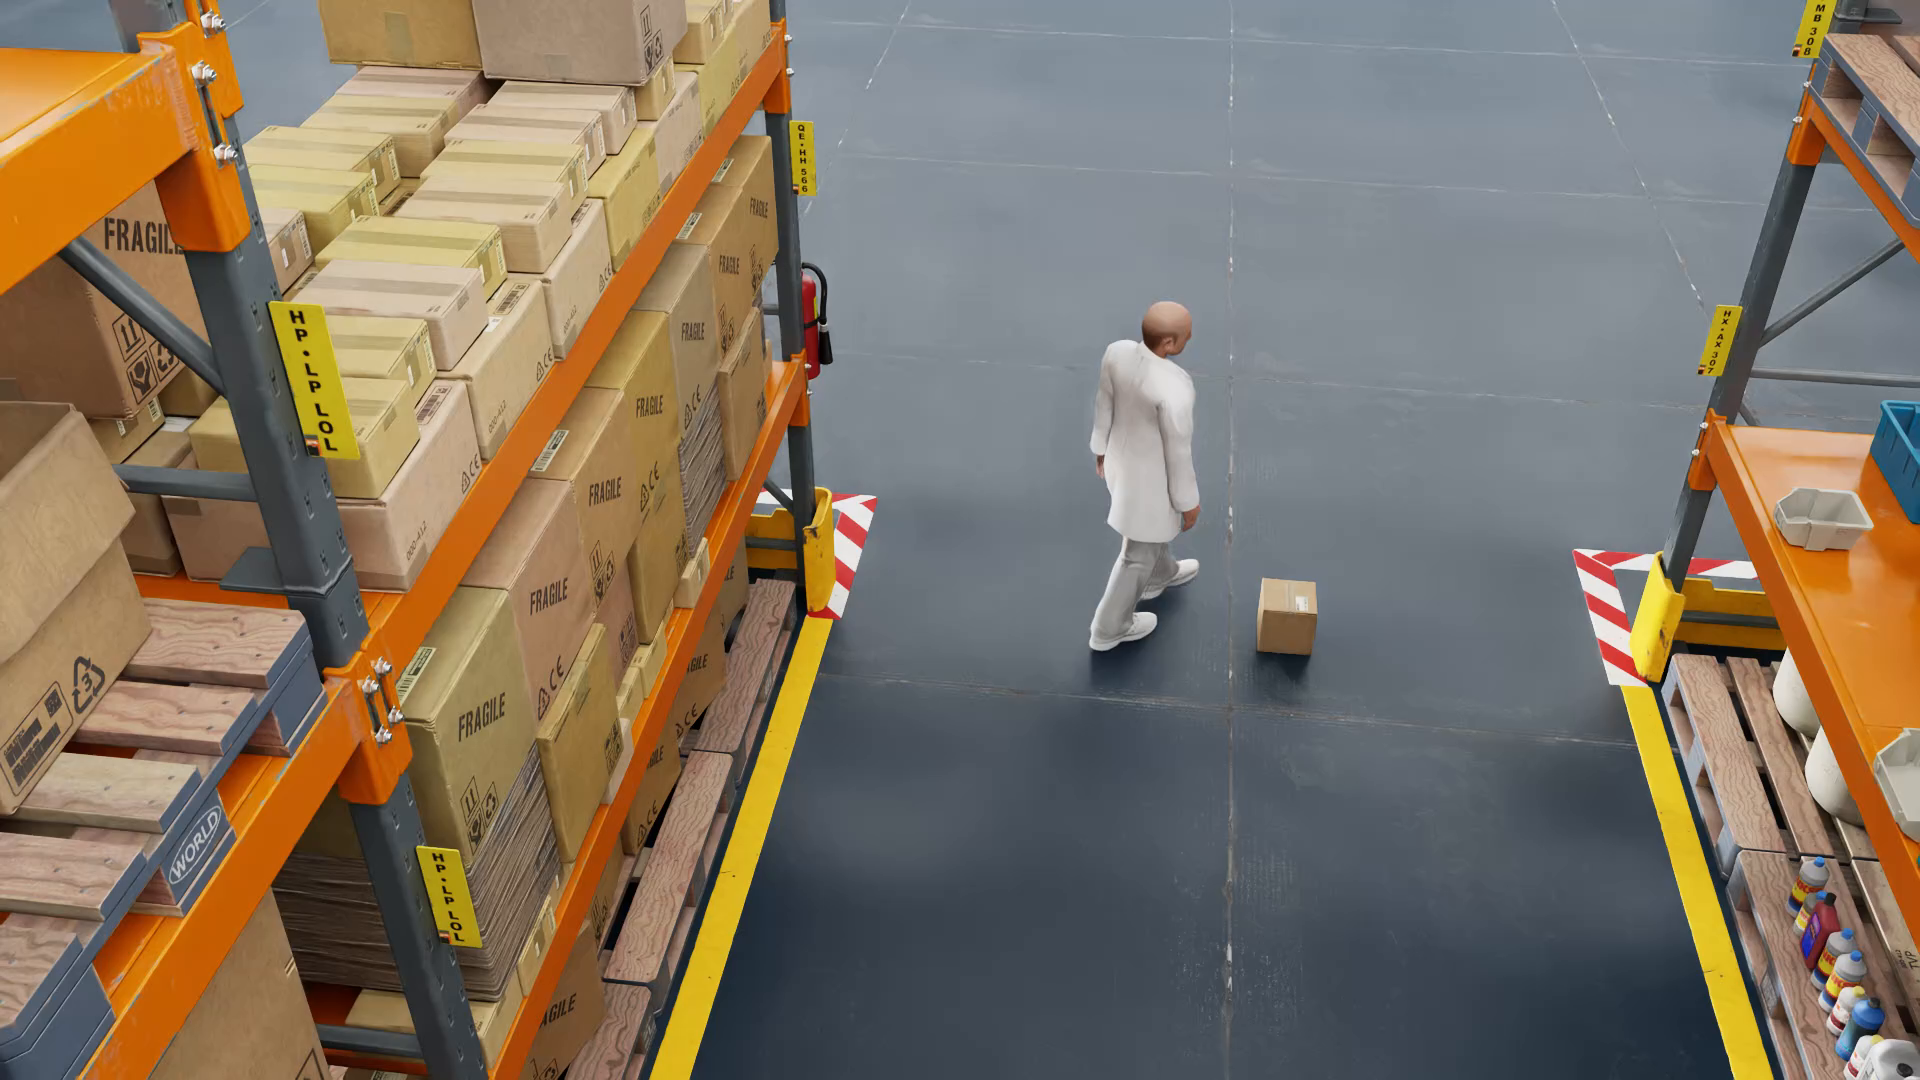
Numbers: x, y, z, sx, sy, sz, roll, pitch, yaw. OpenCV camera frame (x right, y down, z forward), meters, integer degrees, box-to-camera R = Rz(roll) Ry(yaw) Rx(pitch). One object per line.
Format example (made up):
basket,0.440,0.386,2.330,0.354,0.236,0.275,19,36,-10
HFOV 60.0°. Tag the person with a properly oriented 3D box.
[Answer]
person,0.943,-0.322,7.477,0.777,1.762,0.635,-17,39,-23
